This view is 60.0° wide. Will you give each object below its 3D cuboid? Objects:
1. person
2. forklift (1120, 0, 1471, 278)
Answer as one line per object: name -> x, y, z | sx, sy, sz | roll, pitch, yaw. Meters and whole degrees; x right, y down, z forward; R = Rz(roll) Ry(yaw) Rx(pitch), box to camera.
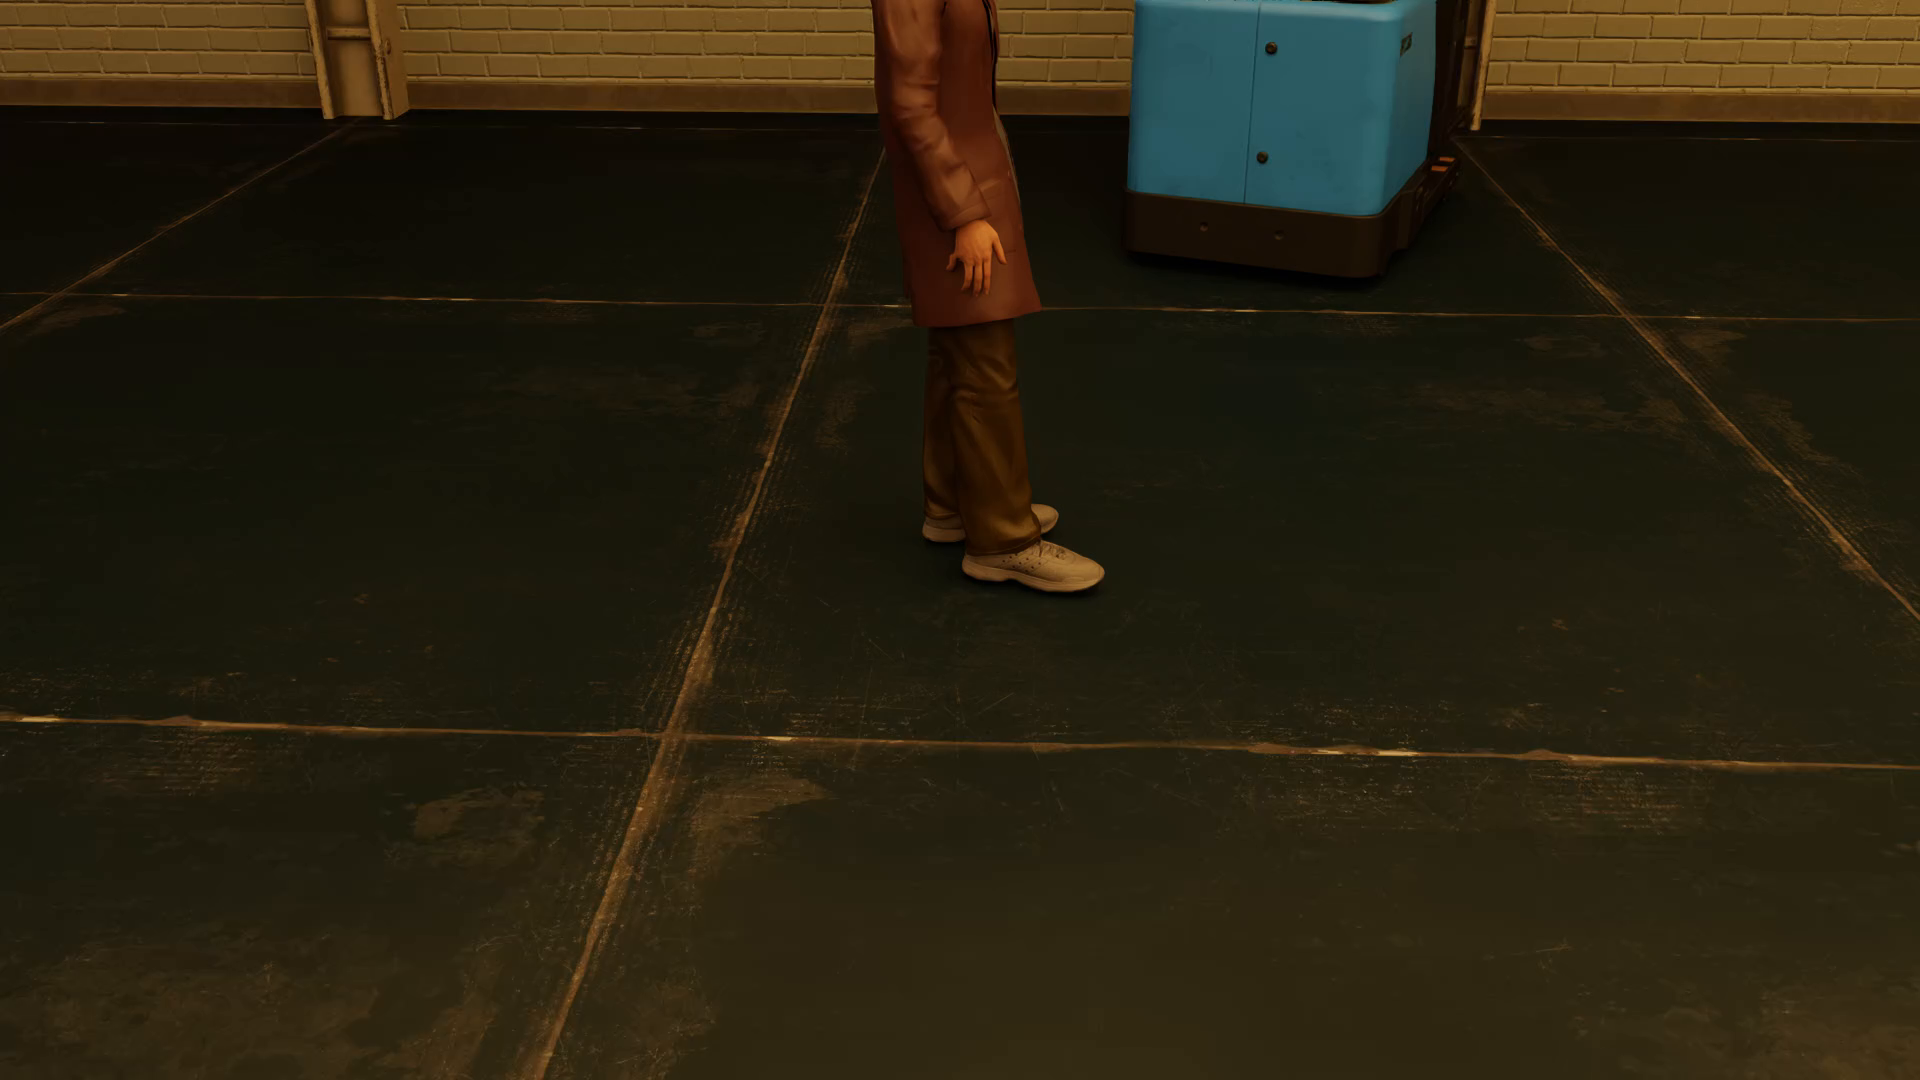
person -> 0.092, -0.800, 4.118 | 0.579, 1.777, 0.698 | 1, 26, 2
forklift -> 1.719, -2.948, 7.185 | 1.130, 2.935, 3.031 | 11, 28, 21
